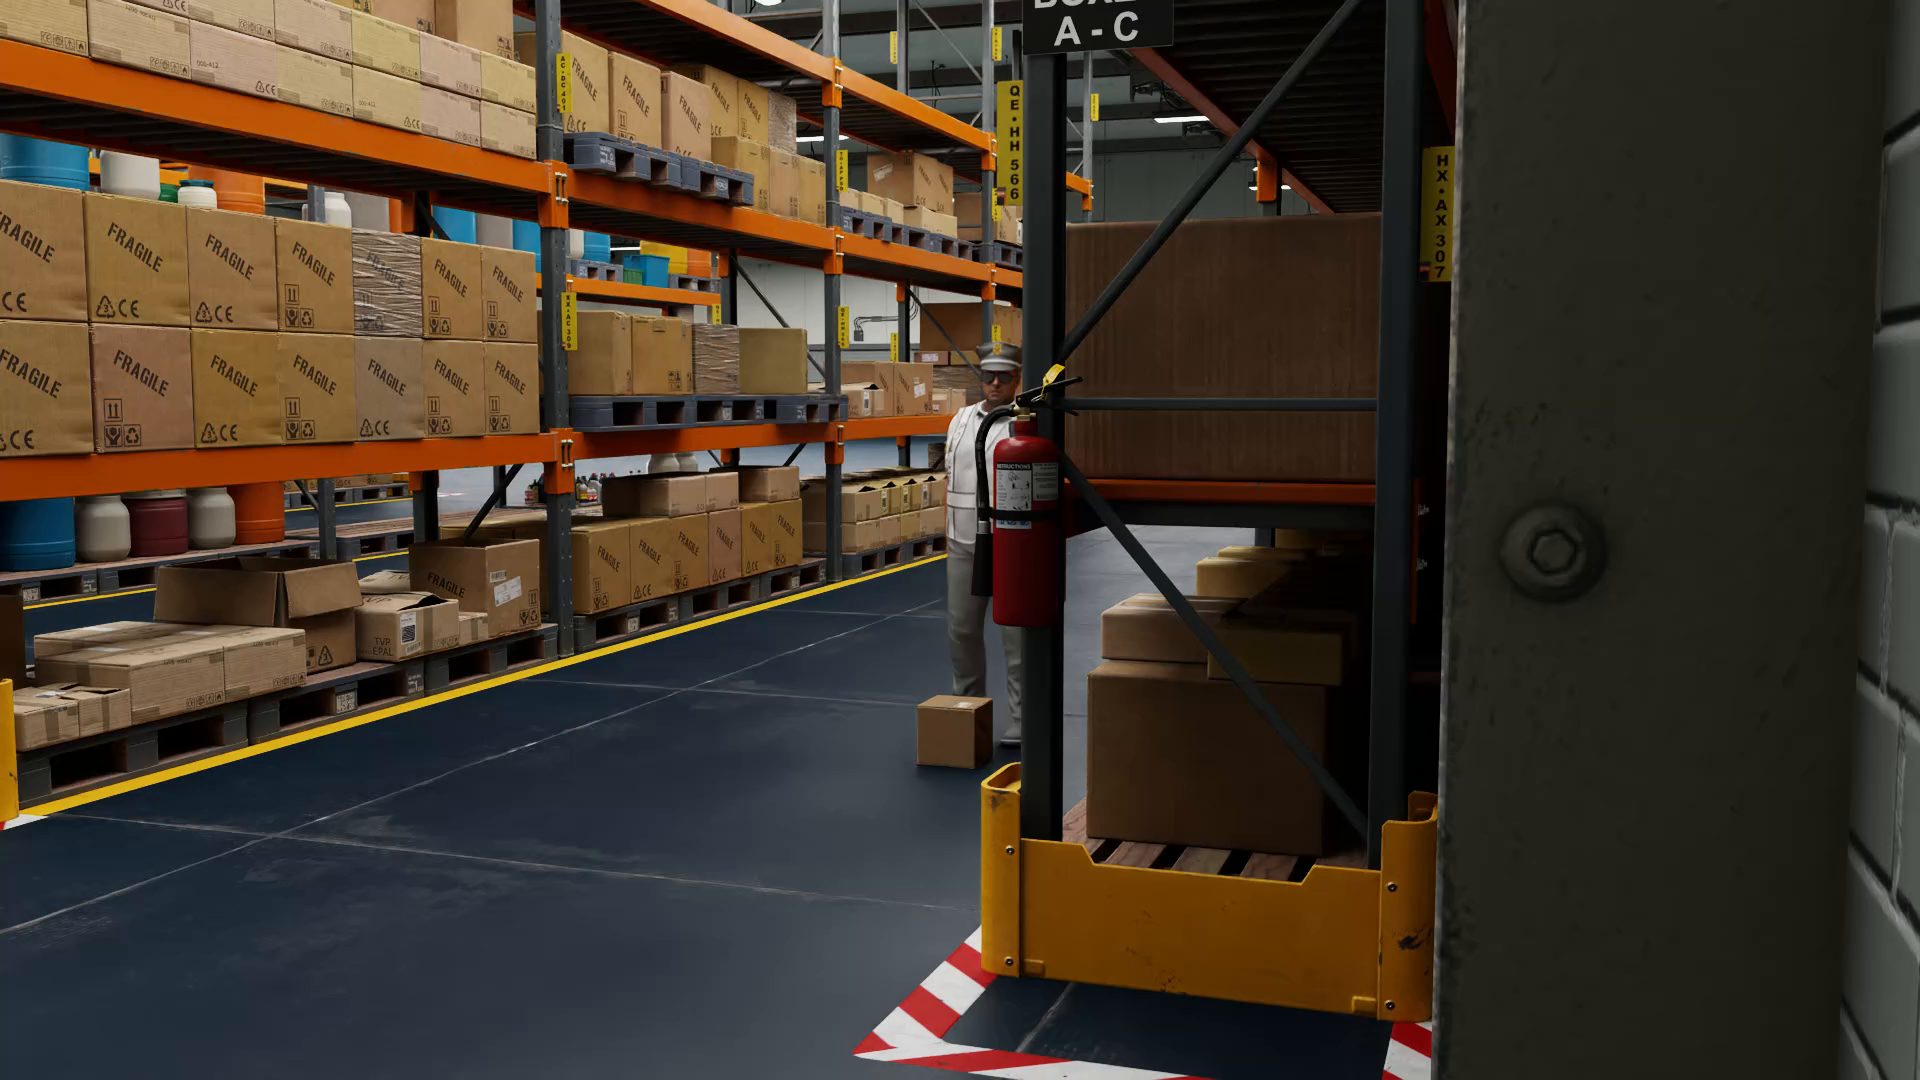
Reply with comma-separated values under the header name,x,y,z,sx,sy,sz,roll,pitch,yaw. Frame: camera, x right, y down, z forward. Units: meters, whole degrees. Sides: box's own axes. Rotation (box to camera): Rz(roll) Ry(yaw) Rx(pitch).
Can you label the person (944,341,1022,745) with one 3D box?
name,x,y,z,sx,sy,sz,roll,pitch,yaw
person,0.164,0.016,7.331,0.527,1.770,0.393,2,5,20
